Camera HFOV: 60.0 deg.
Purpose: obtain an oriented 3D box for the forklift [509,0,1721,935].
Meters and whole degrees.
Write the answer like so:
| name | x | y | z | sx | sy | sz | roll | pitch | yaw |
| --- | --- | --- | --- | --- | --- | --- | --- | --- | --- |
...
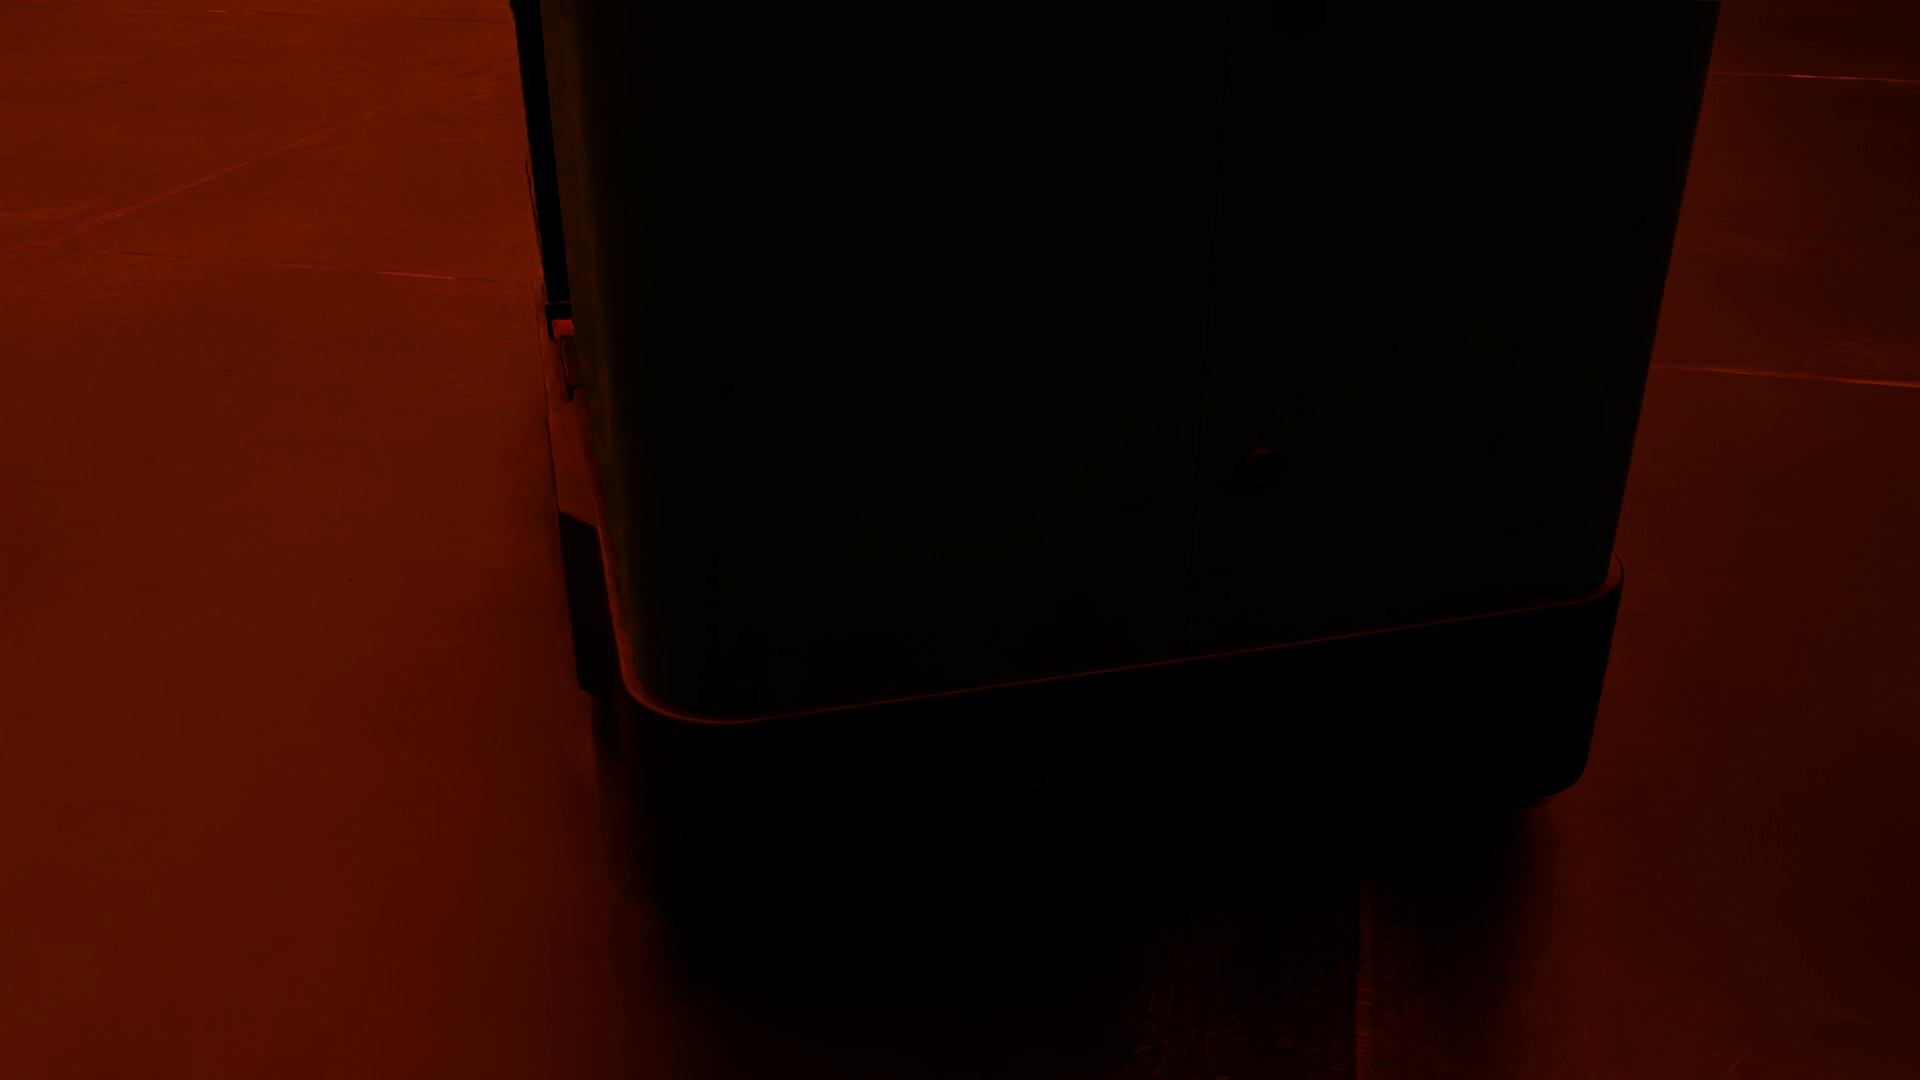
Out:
| name | x | y | z | sx | sy | sz | roll | pitch | yaw |
| --- | --- | --- | --- | --- | --- | --- | --- | --- | --- |
| forklift | -0.176 | -1.575 | 2.368 | 1.130 | 2.935 | 3.031 | -7 | 28 | -13 |
